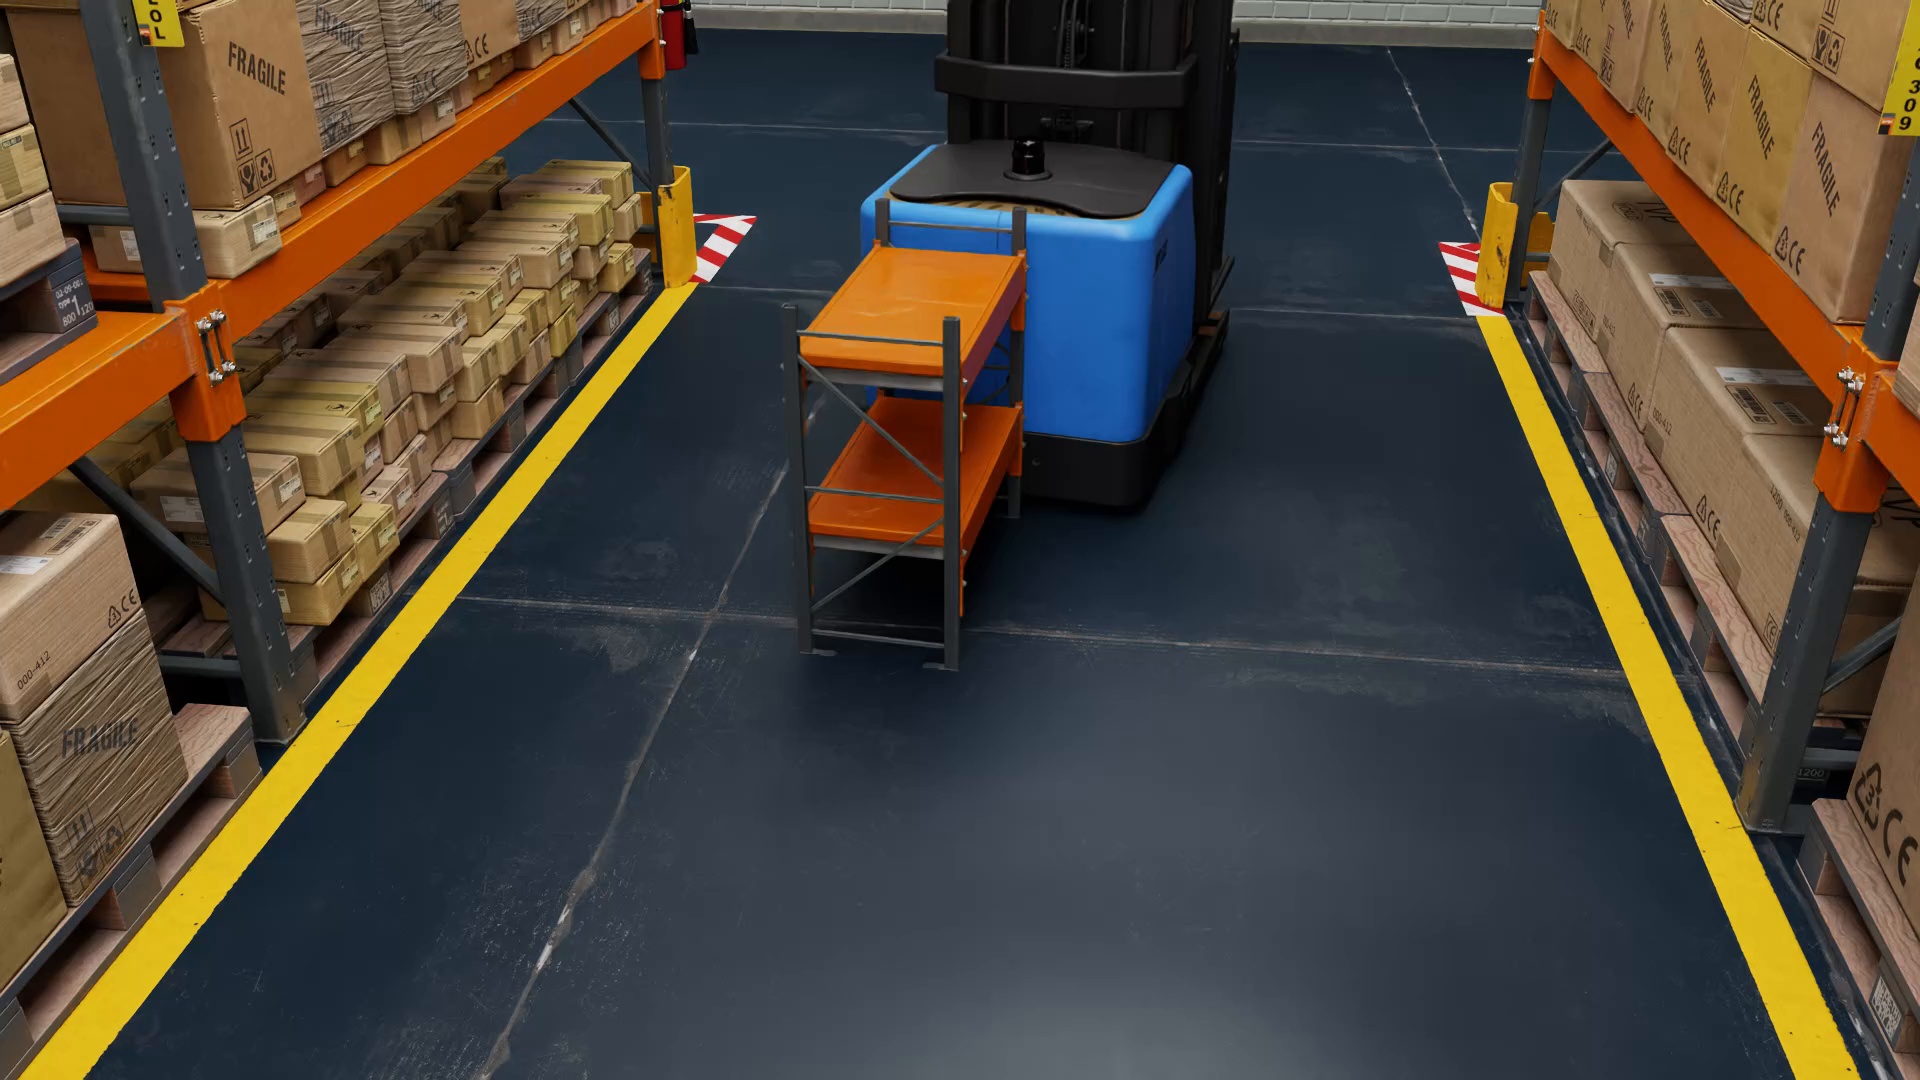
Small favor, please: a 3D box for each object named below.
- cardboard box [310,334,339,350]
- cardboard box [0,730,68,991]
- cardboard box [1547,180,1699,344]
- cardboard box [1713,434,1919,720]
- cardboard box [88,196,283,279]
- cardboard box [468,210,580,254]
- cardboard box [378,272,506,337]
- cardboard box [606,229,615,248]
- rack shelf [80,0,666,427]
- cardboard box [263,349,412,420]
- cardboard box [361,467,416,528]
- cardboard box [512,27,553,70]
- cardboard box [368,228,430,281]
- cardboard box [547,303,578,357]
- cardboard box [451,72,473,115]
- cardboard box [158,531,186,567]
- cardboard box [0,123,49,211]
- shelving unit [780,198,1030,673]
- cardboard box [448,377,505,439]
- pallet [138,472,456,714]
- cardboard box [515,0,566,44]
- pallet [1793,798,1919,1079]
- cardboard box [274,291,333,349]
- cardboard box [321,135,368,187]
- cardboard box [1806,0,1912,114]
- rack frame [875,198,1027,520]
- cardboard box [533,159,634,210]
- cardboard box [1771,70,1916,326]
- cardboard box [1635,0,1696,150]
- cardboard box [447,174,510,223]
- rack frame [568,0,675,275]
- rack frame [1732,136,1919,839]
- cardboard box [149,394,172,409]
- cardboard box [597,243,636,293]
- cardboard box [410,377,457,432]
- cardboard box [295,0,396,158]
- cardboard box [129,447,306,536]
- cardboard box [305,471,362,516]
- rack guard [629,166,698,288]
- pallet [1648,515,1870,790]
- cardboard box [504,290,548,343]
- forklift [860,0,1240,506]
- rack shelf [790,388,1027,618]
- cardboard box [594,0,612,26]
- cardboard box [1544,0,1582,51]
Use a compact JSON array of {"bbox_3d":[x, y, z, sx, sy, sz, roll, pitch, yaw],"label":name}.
[{"bbox_3d":[-2.423,-0.637,6.018,0.380,0.149,0.250,2,28,4],"label":"cardboard box"},{"bbox_3d":[-2.279,0.725,3.435,0.500,0.500,0.500,3,28,5],"label":"cardboard box"},{"bbox_3d":[3.058,-1.179,7.034,0.875,0.438,0.875,2,28,4],"label":"cardboard box"},{"bbox_3d":[2.733,0.098,4.663,0.875,0.438,0.875,3,28,5],"label":"cardboard box"},{"bbox_3d":[-2.016,-0.799,4.336,0.380,0.149,0.250,4,29,8],"label":"cardboard box"},{"bbox_3d":[-1.787,-1.244,6.832,0.380,0.149,0.250,2,28,4],"label":"cardboard box"},{"bbox_3d":[-1.911,-0.871,6.141,0.380,0.149,0.250,3,29,6],"label":"cardboard box"},{"bbox_3d":[-1.752,-1.354,7.350,0.380,0.149,0.250,3,28,5],"label":"cardboard box"},{"bbox_3d":[-2.130,-1.420,5.982,1.077,0.370,4.000,3,28,6],"label":"rack shelf"},{"bbox_3d":[-2.043,-0.509,5.469,0.380,0.149,0.250,3,28,5],"label":"cardboard box"},{"bbox_3d":[-2.000,-0.123,5.379,0.380,0.149,0.250,3,28,6],"label":"cardboard box"},{"bbox_3d":[-1.798,-1.920,6.416,0.380,0.149,0.250,2,28,4],"label":"cardboard box"},{"bbox_3d":[-2.350,-1.144,6.646,0.380,0.149,0.250,4,29,8],"label":"cardboard box"},{"bbox_3d":[-1.778,-0.861,6.749,0.380,0.149,0.250,2,28,4],"label":"cardboard box"},{"bbox_3d":[-1.916,-1.551,5.731,0.380,0.149,0.250,4,29,8],"label":"cardboard box"},{"bbox_3d":[-2.550,-0.047,5.238,0.380,0.149,0.250,4,29,8],"label":"cardboard box"},{"bbox_3d":[-2.228,-0.802,3.584,0.380,0.149,0.250,4,29,8],"label":"cardboard box"},{"bbox_3d":[-0.139,-0.363,5.237,0.538,1.125,1.048,6,29,11],"label":"shelving unit"},{"bbox_3d":[-1.893,-0.491,6.062,0.380,0.149,0.250,3,28,5],"label":"cardboard box"},{"bbox_3d":[-2.328,0.114,5.316,1.003,0.211,1.213,3,28,6],"label":"pallet"},{"bbox_3d":[-1.806,-2.145,6.151,0.500,0.500,0.500,3,29,6],"label":"cardboard box"},{"bbox_3d":[2.530,1.040,3.597,1.003,0.211,1.213,3,28,6],"label":"pallet"},{"bbox_3d":[-2.503,-0.788,5.986,0.380,0.149,0.250,2,28,4],"label":"cardboard box"},{"bbox_3d":[-2.038,-1.181,5.045,0.380,0.149,0.250,2,28,4],"label":"cardboard box"},{"bbox_3d":[2.334,-1.278,3.799,0.500,0.500,0.500,3,28,6],"label":"cardboard box"},{"bbox_3d":[-0.031,-0.598,5.674,0.500,1.125,0.032,6,29,11],"label":"rack frame"},{"bbox_3d":[-1.698,-1.606,7.504,0.380,0.149,0.250,4,29,7],"label":"cardboard box"},{"bbox_3d":[2.353,-0.832,4.027,0.500,0.500,0.500,4,29,7],"label":"cardboard box"},{"bbox_3d":[2.537,-1.558,5.374,0.500,0.500,0.500,4,29,8],"label":"cardboard box"},{"bbox_3d":[-2.201,-1.506,7.319,0.380,0.149,0.250,4,29,7],"label":"cardboard box"},{"bbox_3d":[-1.885,-2.678,7.559,1.000,3.000,0.127,3,28,6],"label":"rack frame"},{"bbox_3d":[2.550,-0.555,3.618,1.000,3.000,0.127,3,28,6],"label":"rack frame"},{"bbox_3d":[-2.575,-0.410,5.284,0.380,0.149,0.250,3,28,6],"label":"cardboard box"},{"bbox_3d":[-1.674,-1.221,7.417,0.380,0.149,0.250,4,29,8],"label":"cardboard box"},{"bbox_3d":[-1.984,-0.504,5.773,0.380,0.149,0.250,5,29,9],"label":"cardboard box"},{"bbox_3d":[-2.011,-1.422,4.808,0.500,0.500,0.500,3,28,6],"label":"cardboard box"},{"bbox_3d":[-2.127,-0.137,4.778,0.380,0.149,0.250,4,29,8],"label":"cardboard box"},{"bbox_3d":[-2.071,-0.133,5.083,0.380,0.149,0.250,4,29,7],"label":"cardboard box"},{"bbox_3d":[-1.894,-1.542,8.085,1.175,0.500,0.348,3,28,6],"label":"rack guard"},{"bbox_3d":[2.721,0.319,4.935,1.003,0.211,1.213,3,28,6],"label":"pallet"},{"bbox_3d":[-1.829,-0.865,6.443,0.380,0.149,0.250,5,29,9],"label":"cardboard box"},{"bbox_3d":[0.557,-2.092,6.543,1.130,2.935,3.031,8,29,15],"label":"forklift"},{"bbox_3d":[-0.139,-0.147,5.353,0.538,0.278,1.000,6,29,11],"label":"rack shelf"},{"bbox_3d":[-1.712,-2.283,7.090,0.380,0.149,0.250,3,28,6],"label":"cardboard box"},{"bbox_3d":[2.696,-2.273,6.701,0.500,0.500,0.500,3,28,6],"label":"cardboard box"}]
